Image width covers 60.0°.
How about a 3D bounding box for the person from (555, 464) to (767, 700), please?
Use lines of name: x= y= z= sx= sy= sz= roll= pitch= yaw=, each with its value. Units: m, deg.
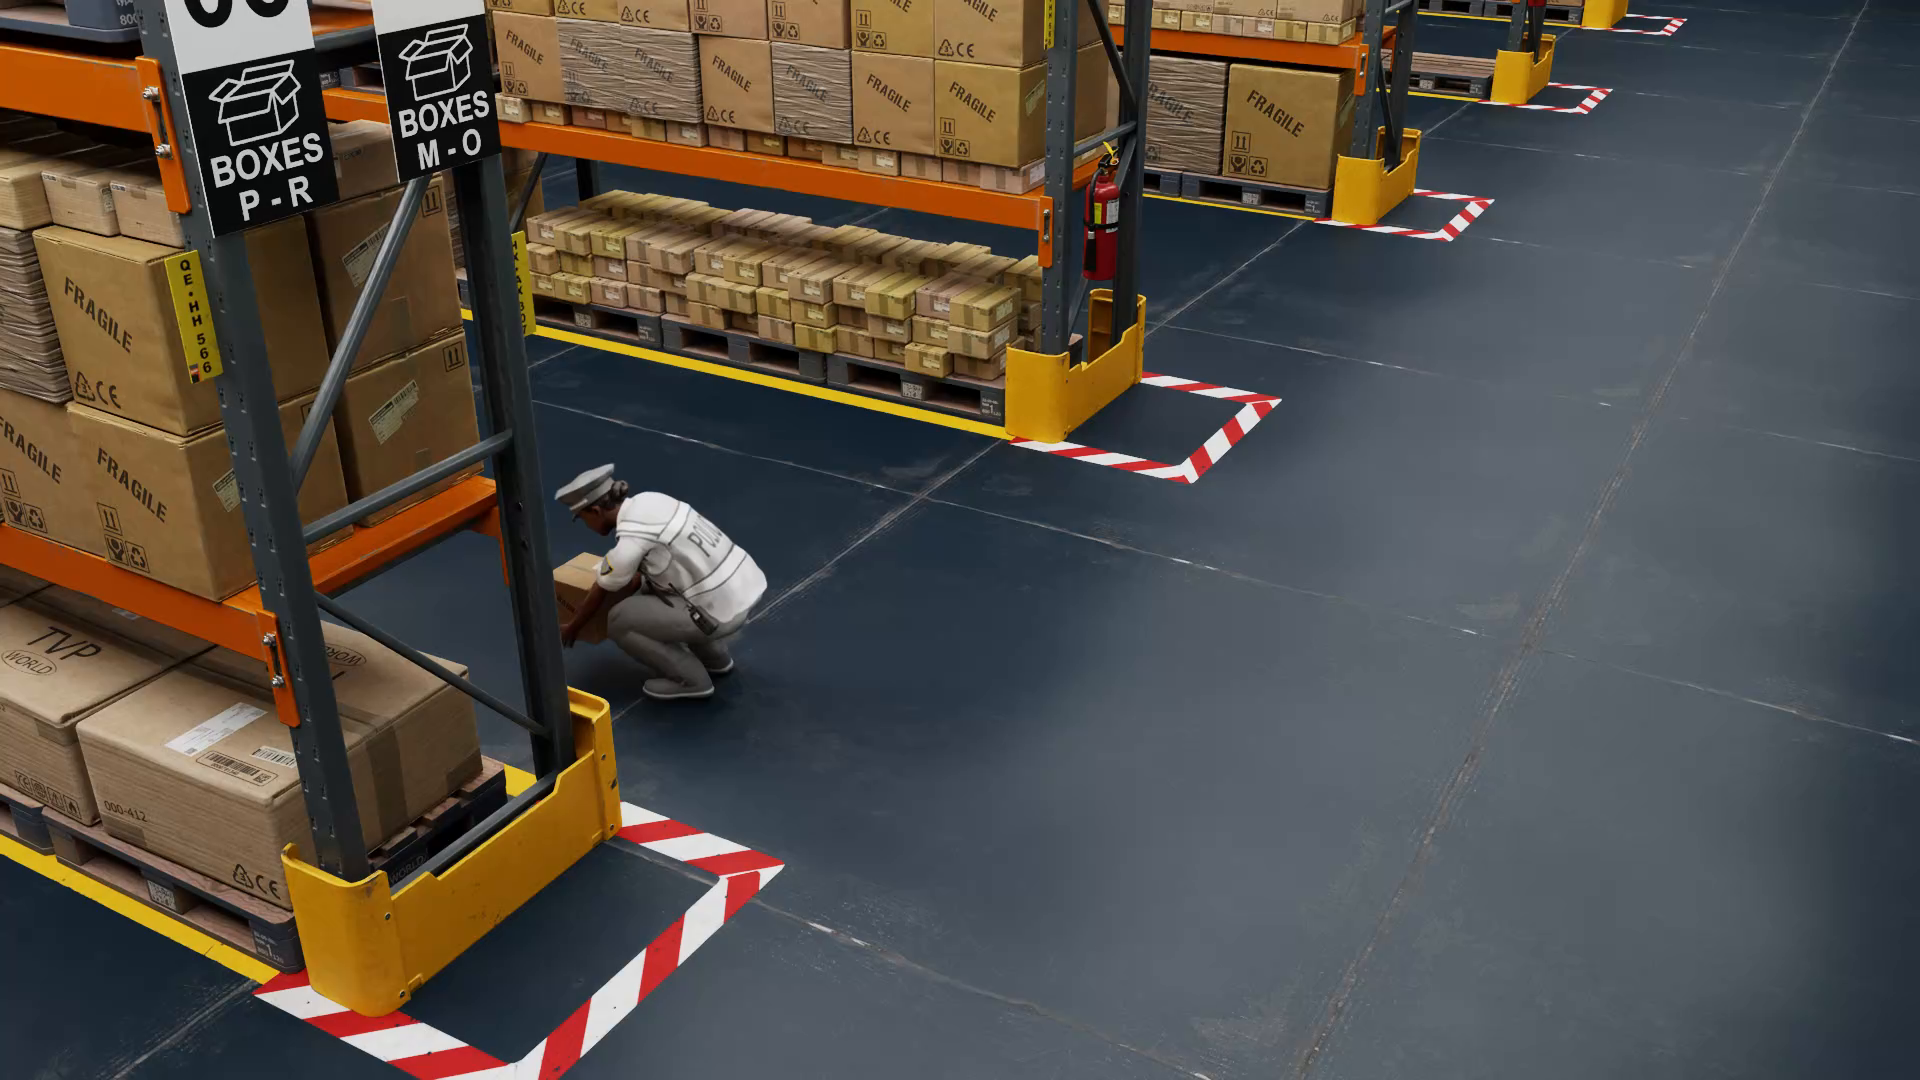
person: x=-1.204 y=0.141 z=6.642 sx=0.857 sy=0.955 sz=0.501 roll=6 pitch=27 yaw=12
